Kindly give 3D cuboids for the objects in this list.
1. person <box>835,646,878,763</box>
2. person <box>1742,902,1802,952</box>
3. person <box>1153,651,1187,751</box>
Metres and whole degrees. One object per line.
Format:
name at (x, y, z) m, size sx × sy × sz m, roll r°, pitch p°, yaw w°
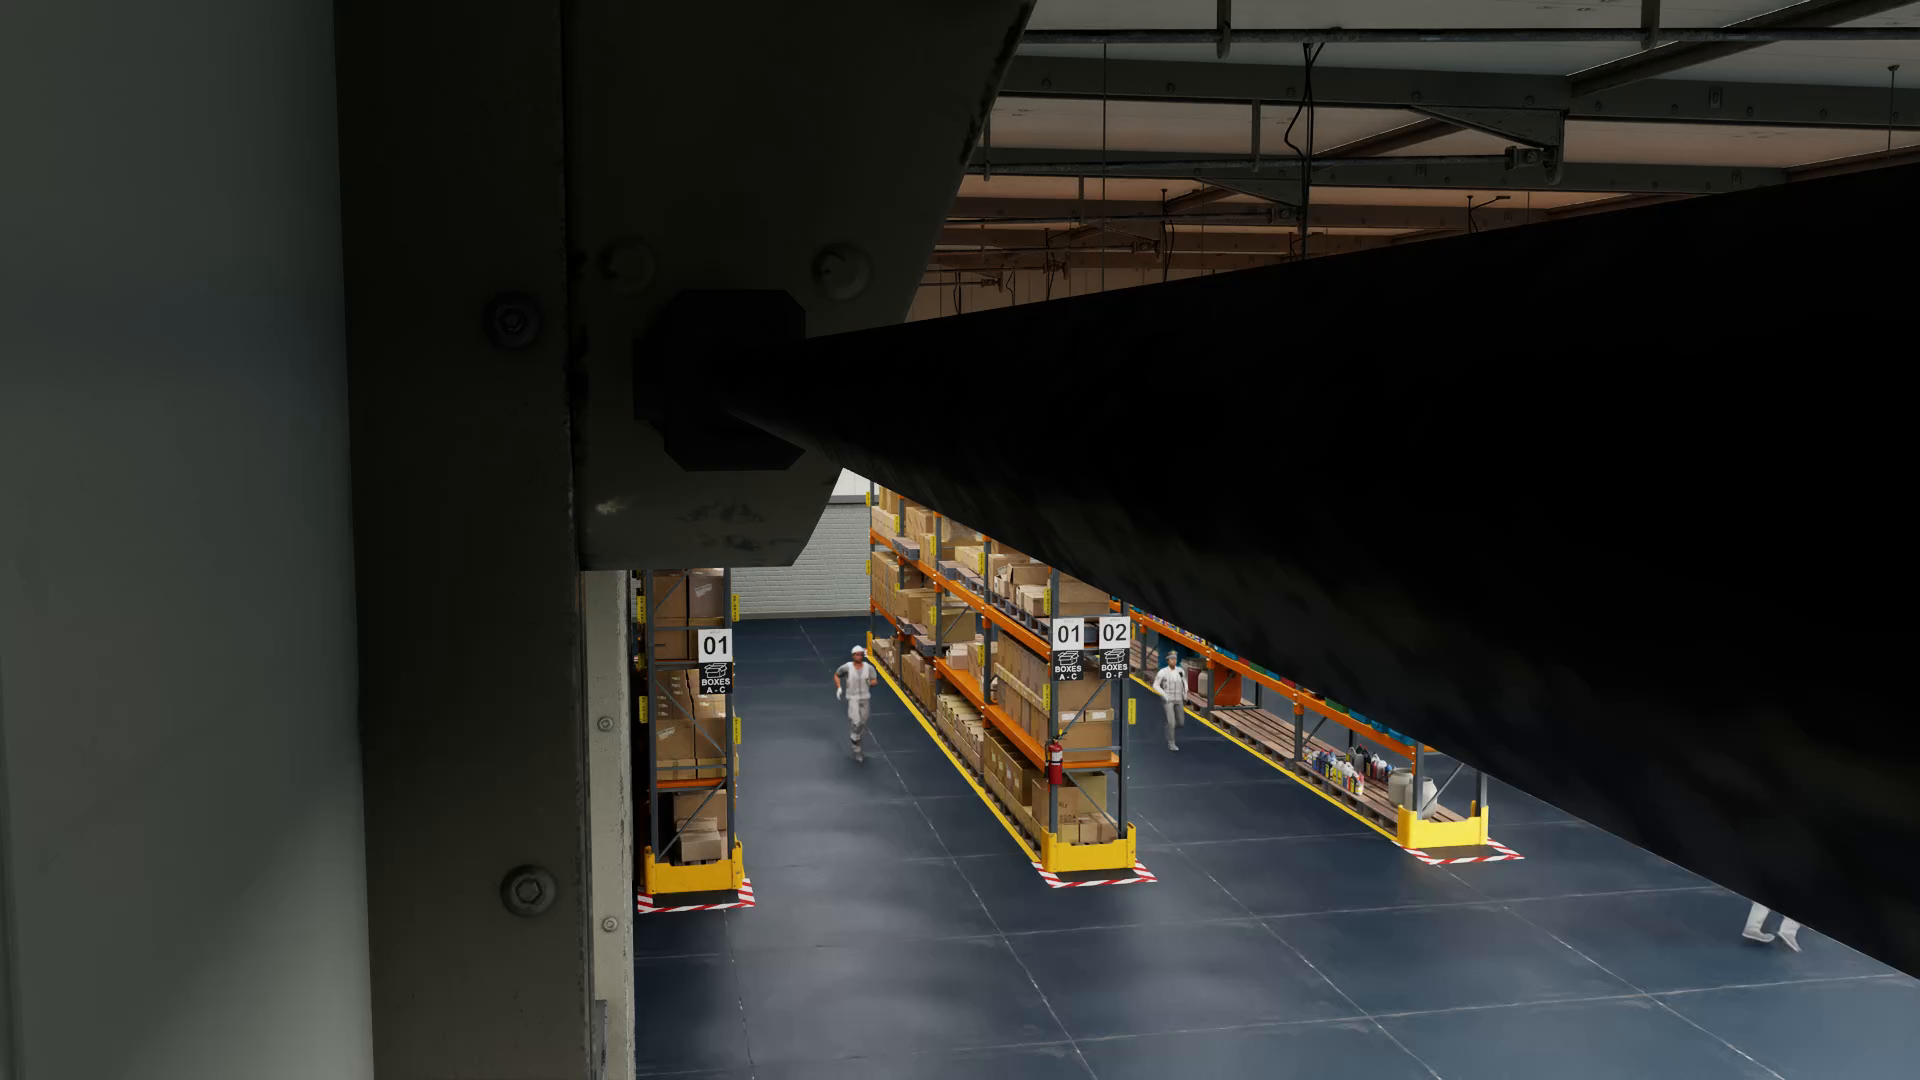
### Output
person at (-1.665, 2.619, 26.937) m, size 0.650 × 1.840 × 0.826 m, roll -2°, pitch 6°, yaw -22°
person at (8.948, 3.569, 18.110) m, size 0.708 × 1.834 × 0.643 m, roll 1°, pitch 6°, yaw 5°
person at (3.498, 2.638, 27.522) m, size 0.614 × 1.647 × 0.560 m, roll -2°, pitch 6°, yaw -15°
